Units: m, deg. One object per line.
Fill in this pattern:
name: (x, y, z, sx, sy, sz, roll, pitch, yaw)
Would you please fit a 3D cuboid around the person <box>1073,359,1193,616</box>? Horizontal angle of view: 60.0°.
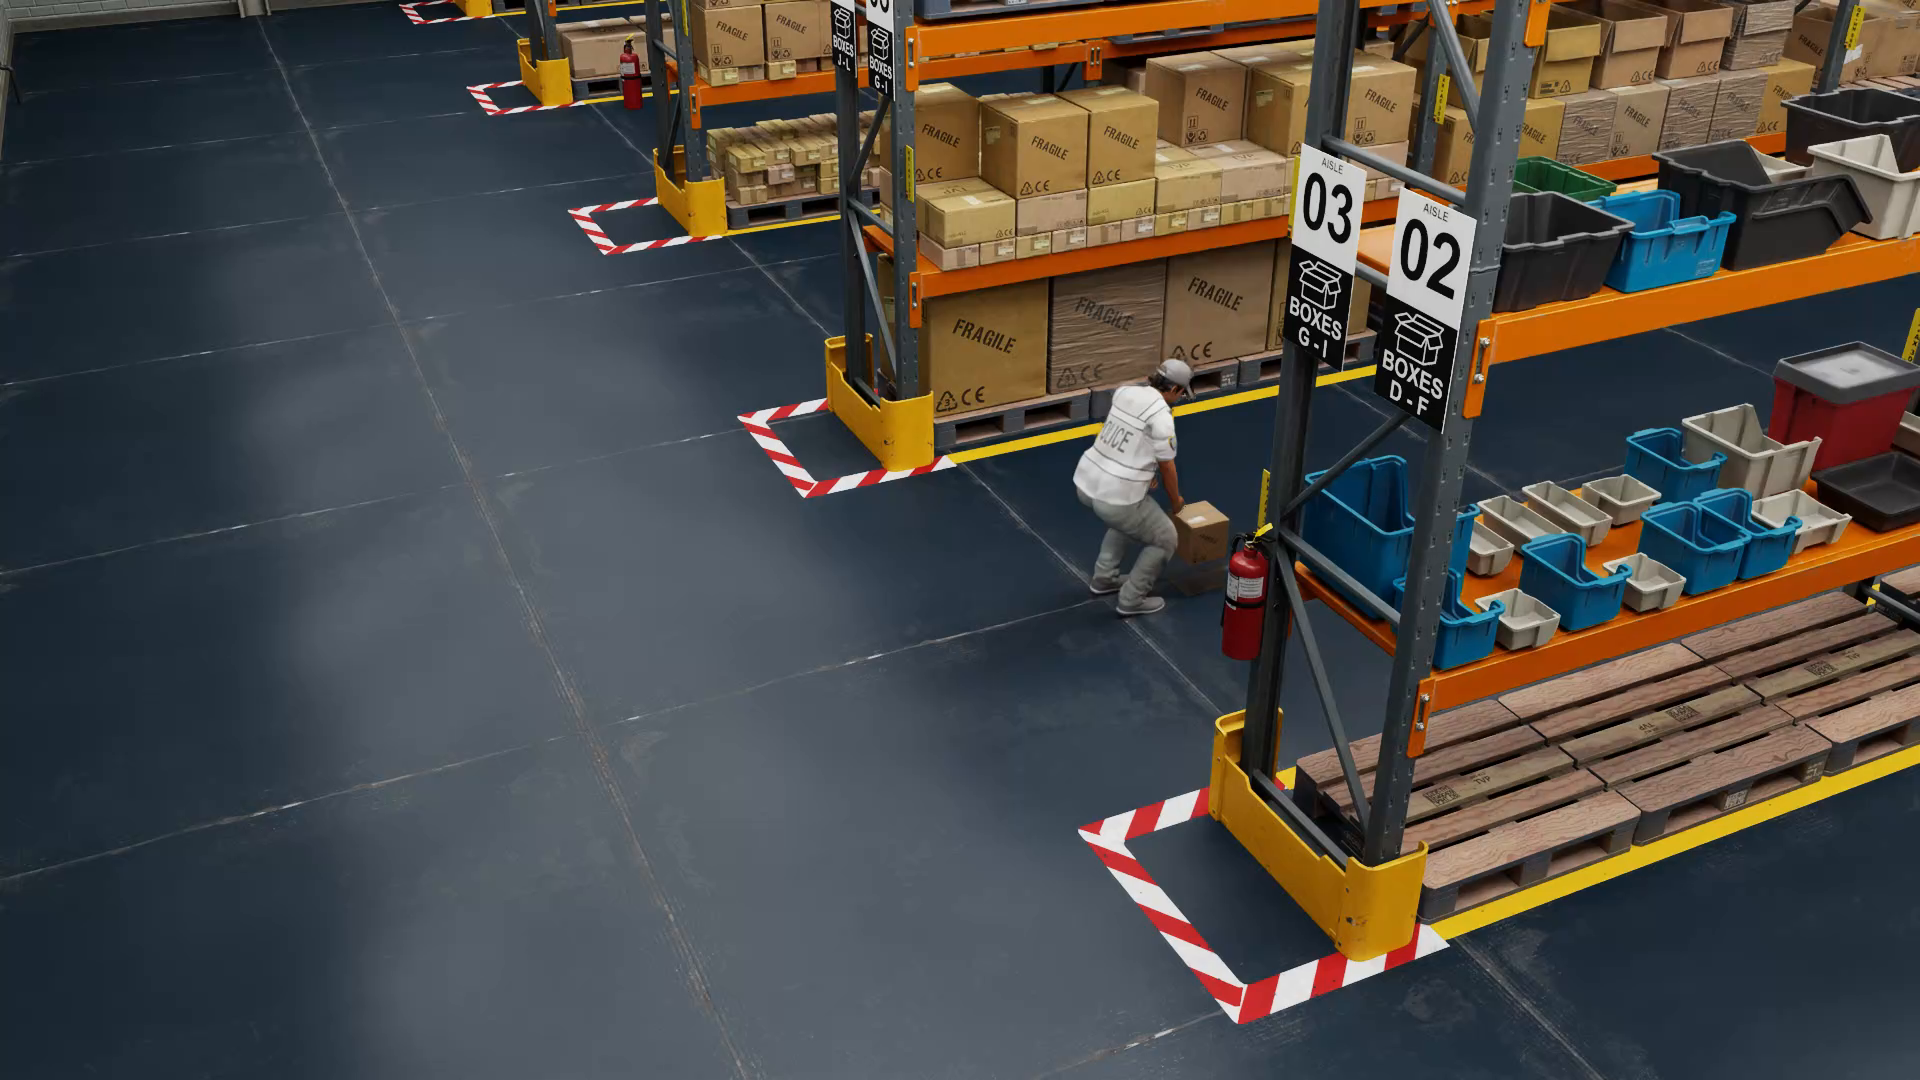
person: (0.962, -0.299, 9.217, 0.691, 1.432, 0.532, -13, 32, -22)
